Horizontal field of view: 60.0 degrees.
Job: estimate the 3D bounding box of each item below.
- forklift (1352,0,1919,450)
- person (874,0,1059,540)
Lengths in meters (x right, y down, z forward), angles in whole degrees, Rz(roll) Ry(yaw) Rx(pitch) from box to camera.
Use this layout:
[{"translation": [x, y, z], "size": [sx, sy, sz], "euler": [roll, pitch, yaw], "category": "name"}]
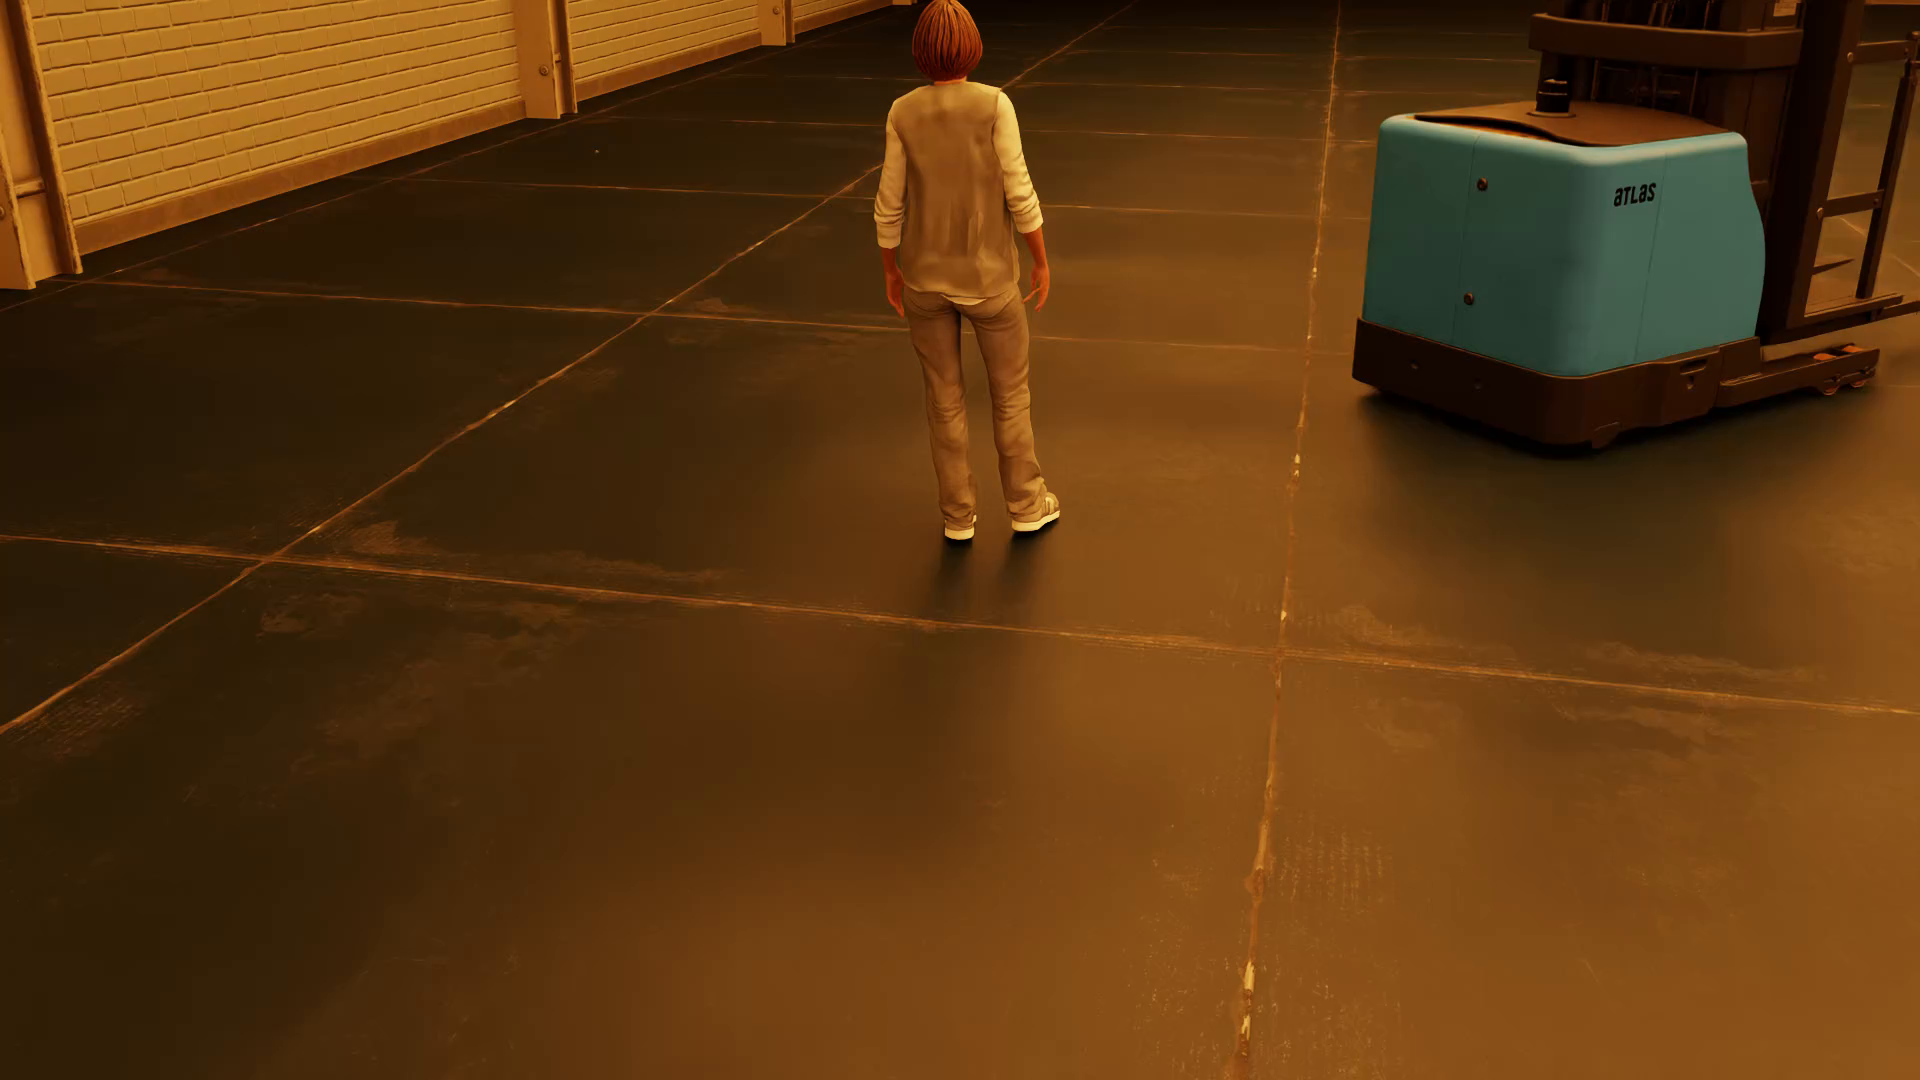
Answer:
[{"translation": [3.059, -2.079, 6.365], "size": [3.031, 2.935, 1.130], "euler": [-13, 26, -30], "category": "forklift"}, {"translation": [0.030, -0.772, 4.908], "size": [0.520, 1.597, 0.475], "euler": [5, 23, 11], "category": "person"}]
